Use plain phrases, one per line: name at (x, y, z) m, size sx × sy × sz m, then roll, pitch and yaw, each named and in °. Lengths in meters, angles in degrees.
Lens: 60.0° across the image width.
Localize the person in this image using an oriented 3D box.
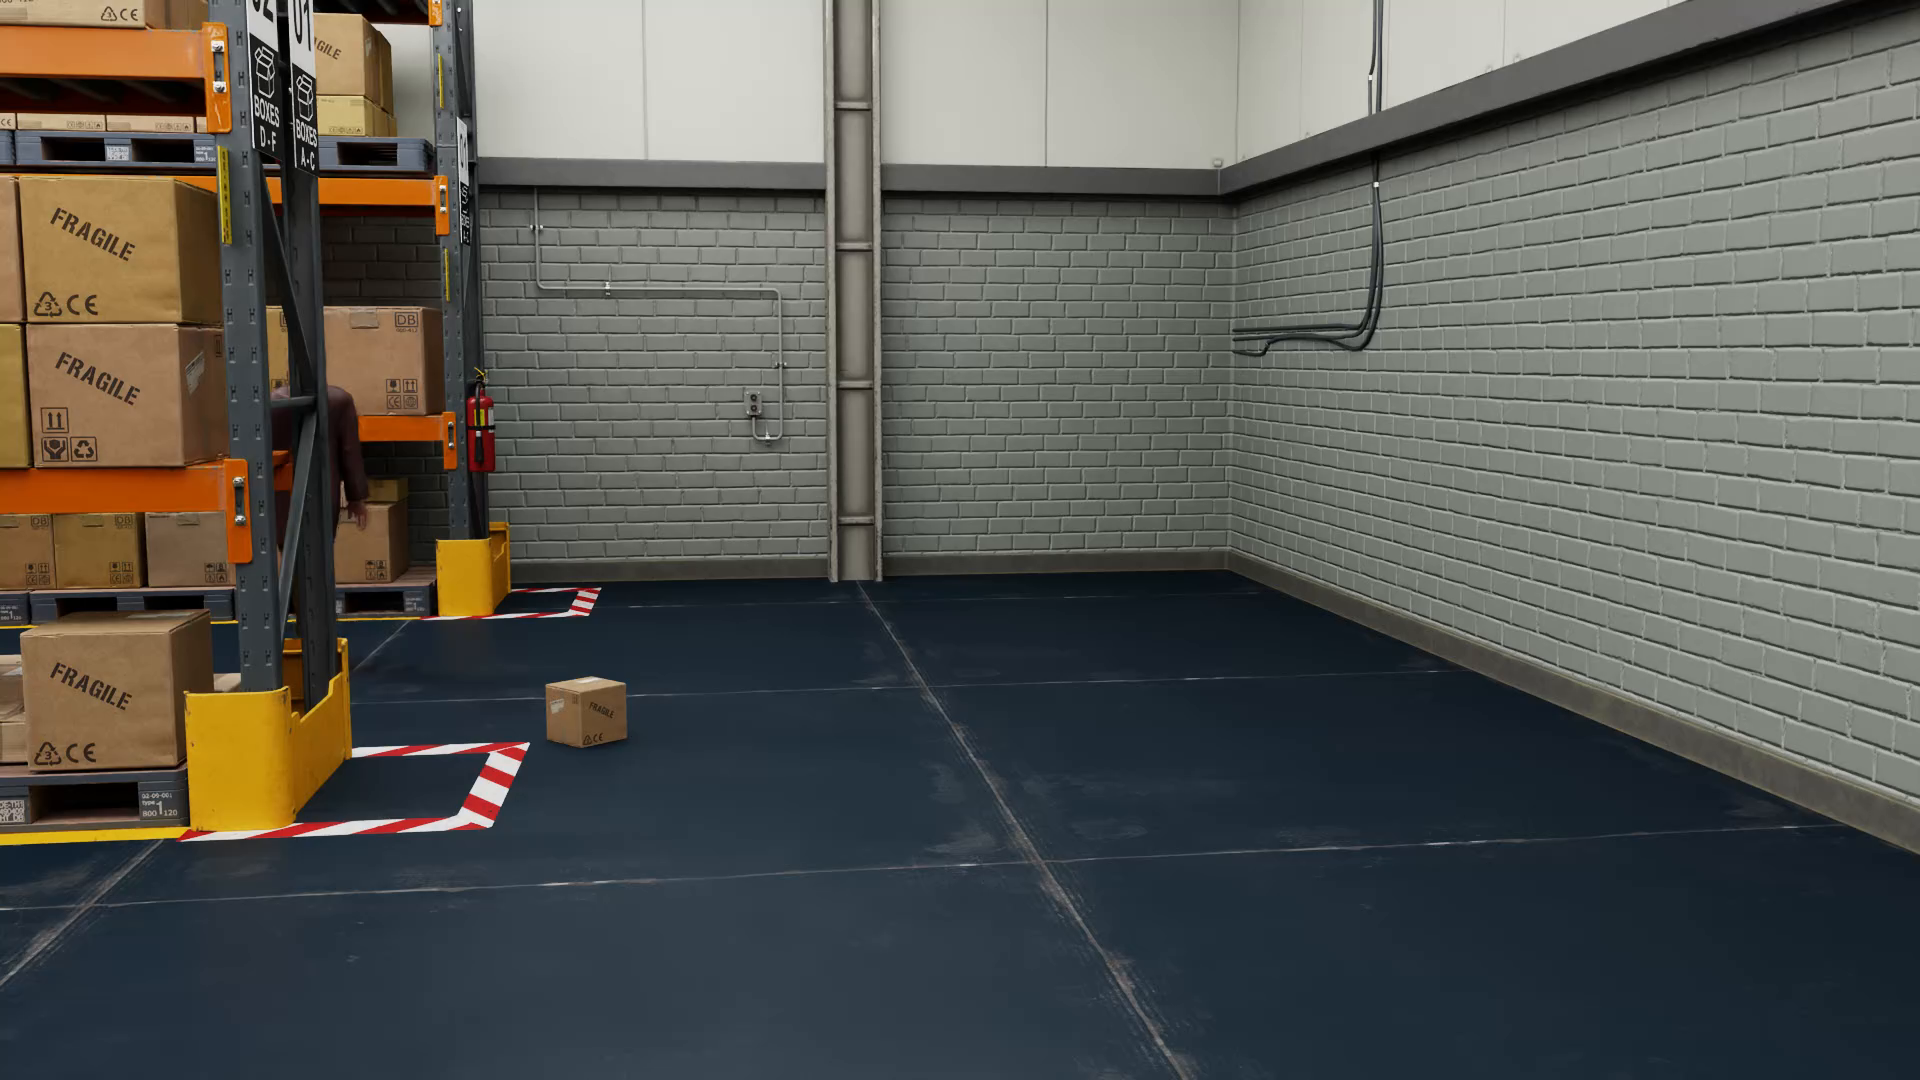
person at (-3.577, -0.172, 9.009) m, size 0.656 × 1.850 × 0.623 m, roll 5°, pitch 8°, yaw 36°
